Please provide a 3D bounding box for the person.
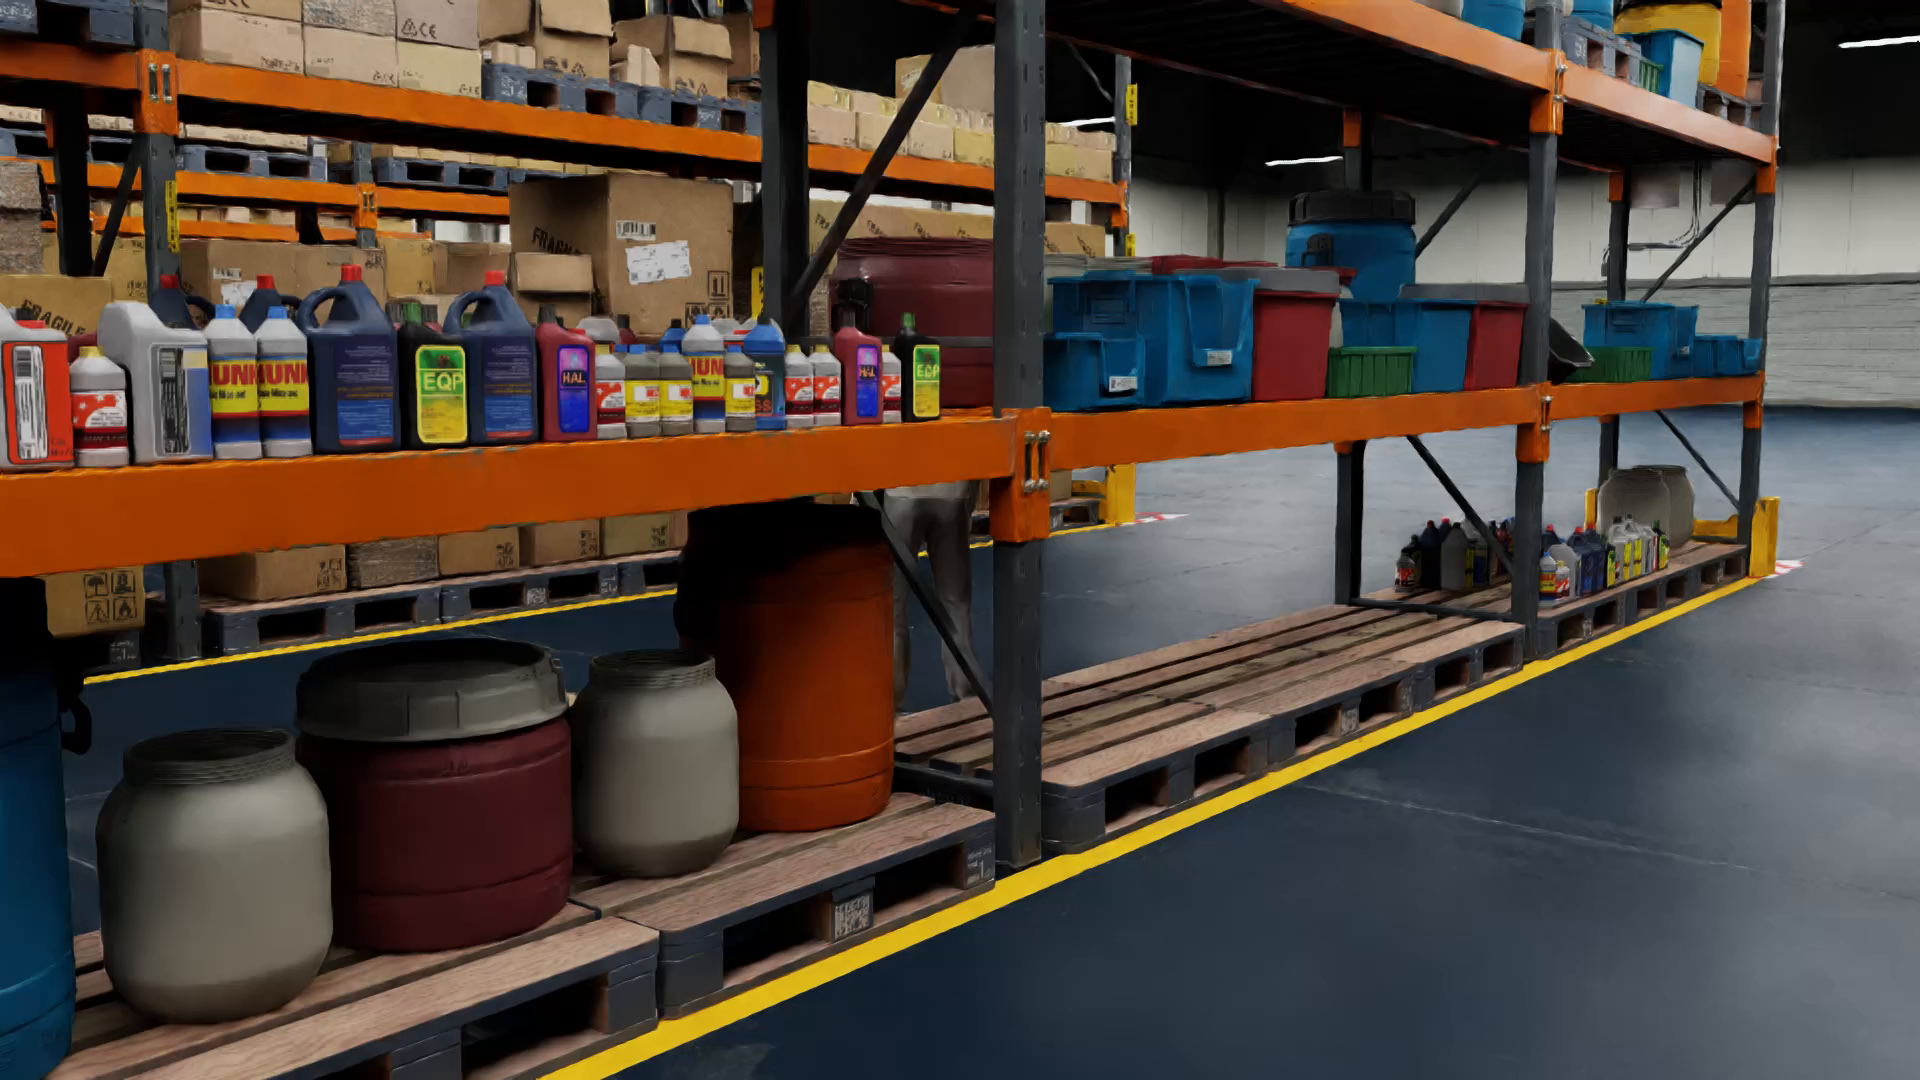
[{"bbox_3d":[-0.137,-0.095,6.270,0.611,1.688,0.364,-3,7,-23],"label":"person"}]
